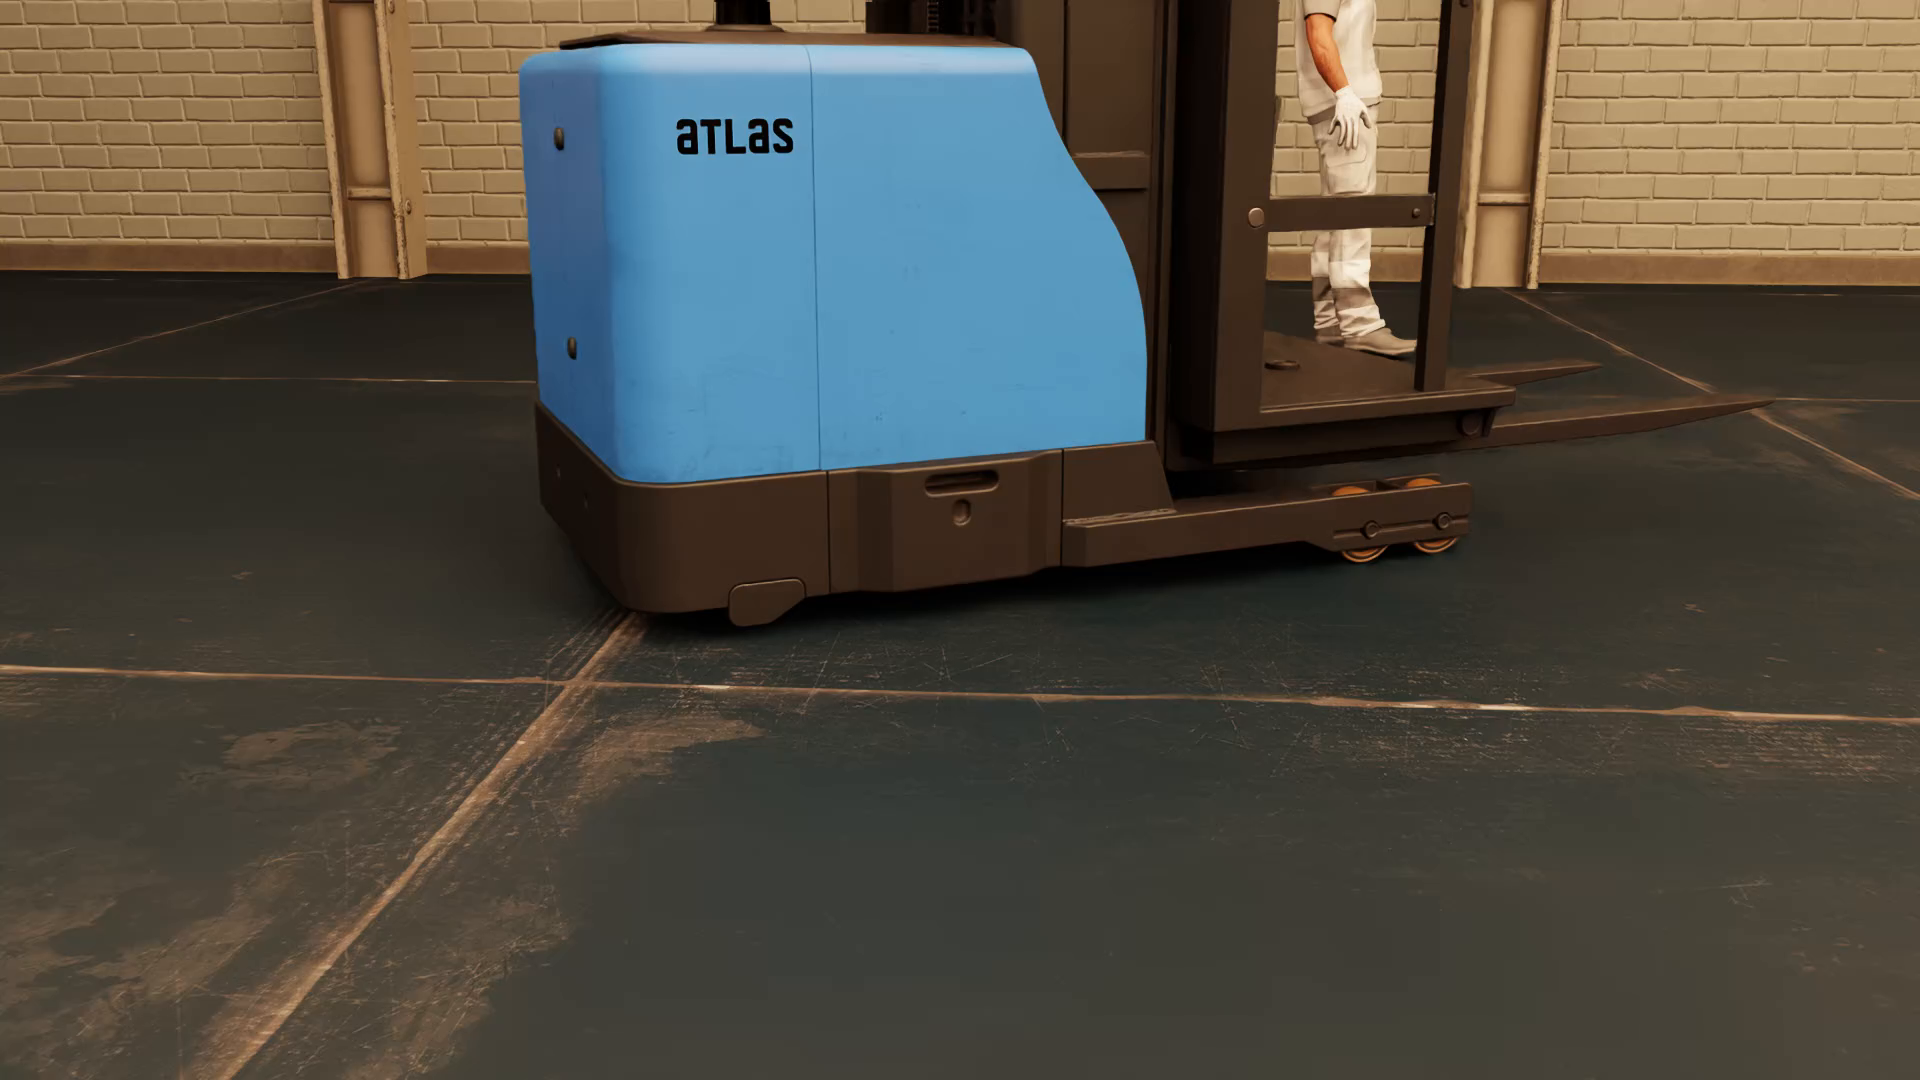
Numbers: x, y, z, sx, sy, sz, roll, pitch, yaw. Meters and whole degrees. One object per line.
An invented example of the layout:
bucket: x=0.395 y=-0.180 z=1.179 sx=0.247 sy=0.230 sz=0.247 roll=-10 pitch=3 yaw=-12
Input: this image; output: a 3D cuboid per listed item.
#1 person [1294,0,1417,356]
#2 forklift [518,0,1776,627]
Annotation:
person: x=1.560 y=-1.643 z=6.420 sx=0.566 sy=1.786 sz=0.637 roll=5 pitch=16 yaw=16
forklift: x=0.588 y=-1.485 z=3.688 sx=3.031 sy=2.935 sz=1.130 roll=-6 pitch=16 yaw=-22
